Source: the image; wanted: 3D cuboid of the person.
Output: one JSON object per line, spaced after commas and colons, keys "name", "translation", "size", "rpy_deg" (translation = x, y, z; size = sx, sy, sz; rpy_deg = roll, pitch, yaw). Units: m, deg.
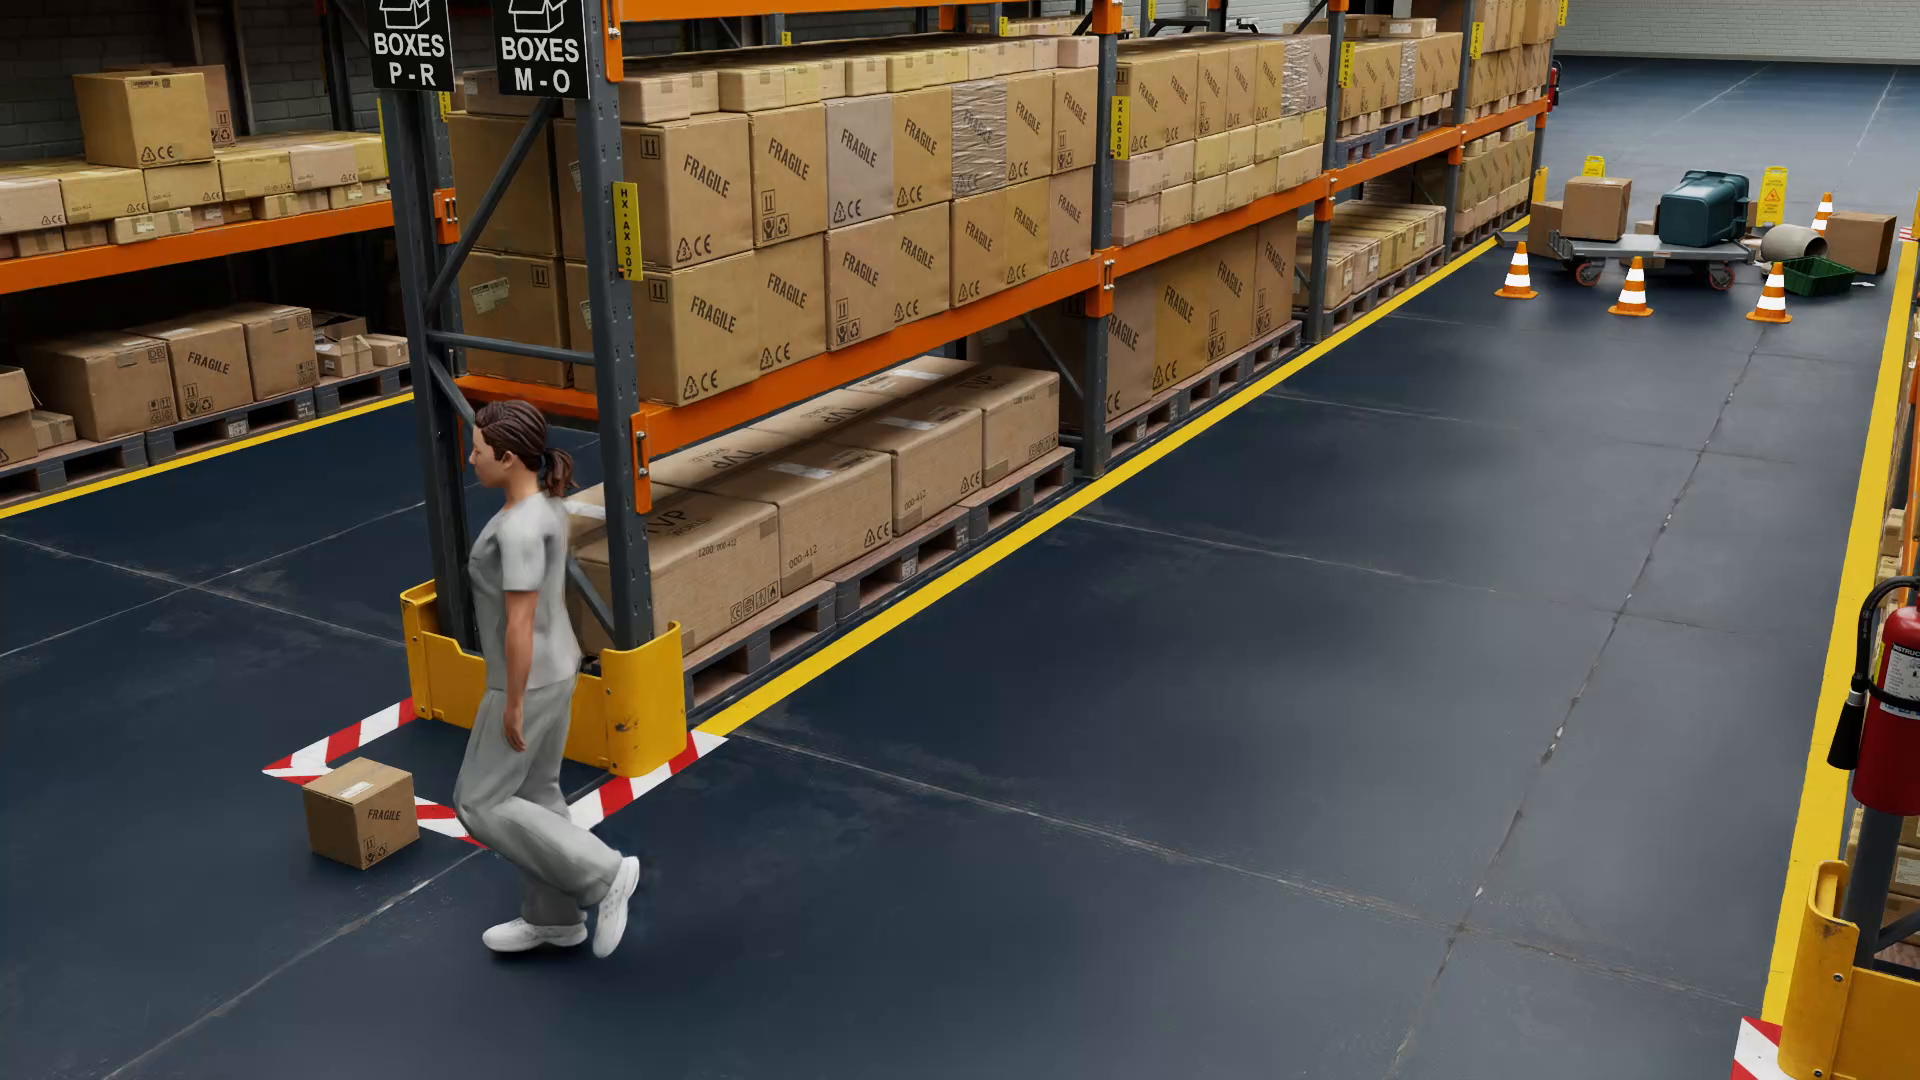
{"name": "person", "translation": [-1.213, 0.415, 4.833], "size": [0.509, 1.656, 0.532], "rpy_deg": [-2, 20, -7]}
